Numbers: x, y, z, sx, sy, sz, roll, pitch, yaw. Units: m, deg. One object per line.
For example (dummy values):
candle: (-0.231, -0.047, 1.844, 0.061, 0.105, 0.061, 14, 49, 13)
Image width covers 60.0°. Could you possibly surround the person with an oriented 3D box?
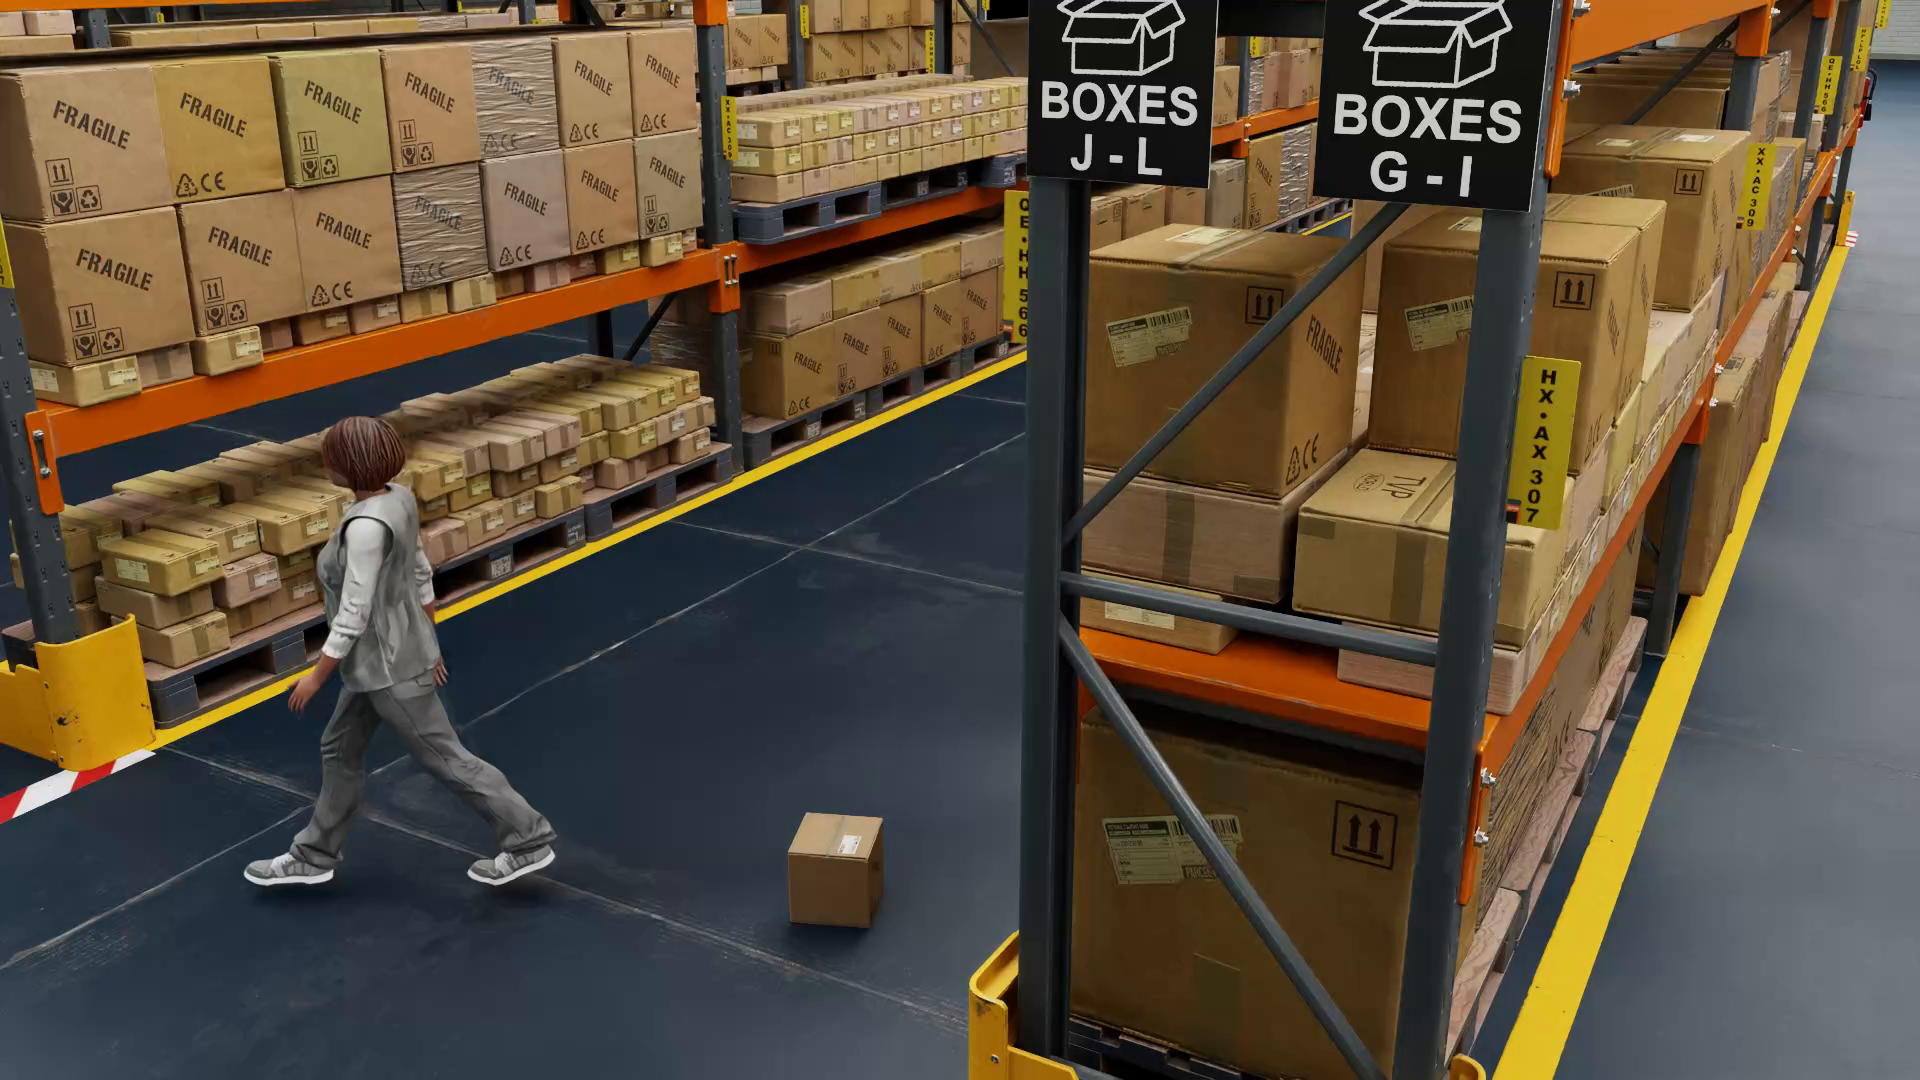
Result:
person: (-1.771, 0.367, 5.023, 0.976, 1.531, 0.423, -4, 20, -10)
